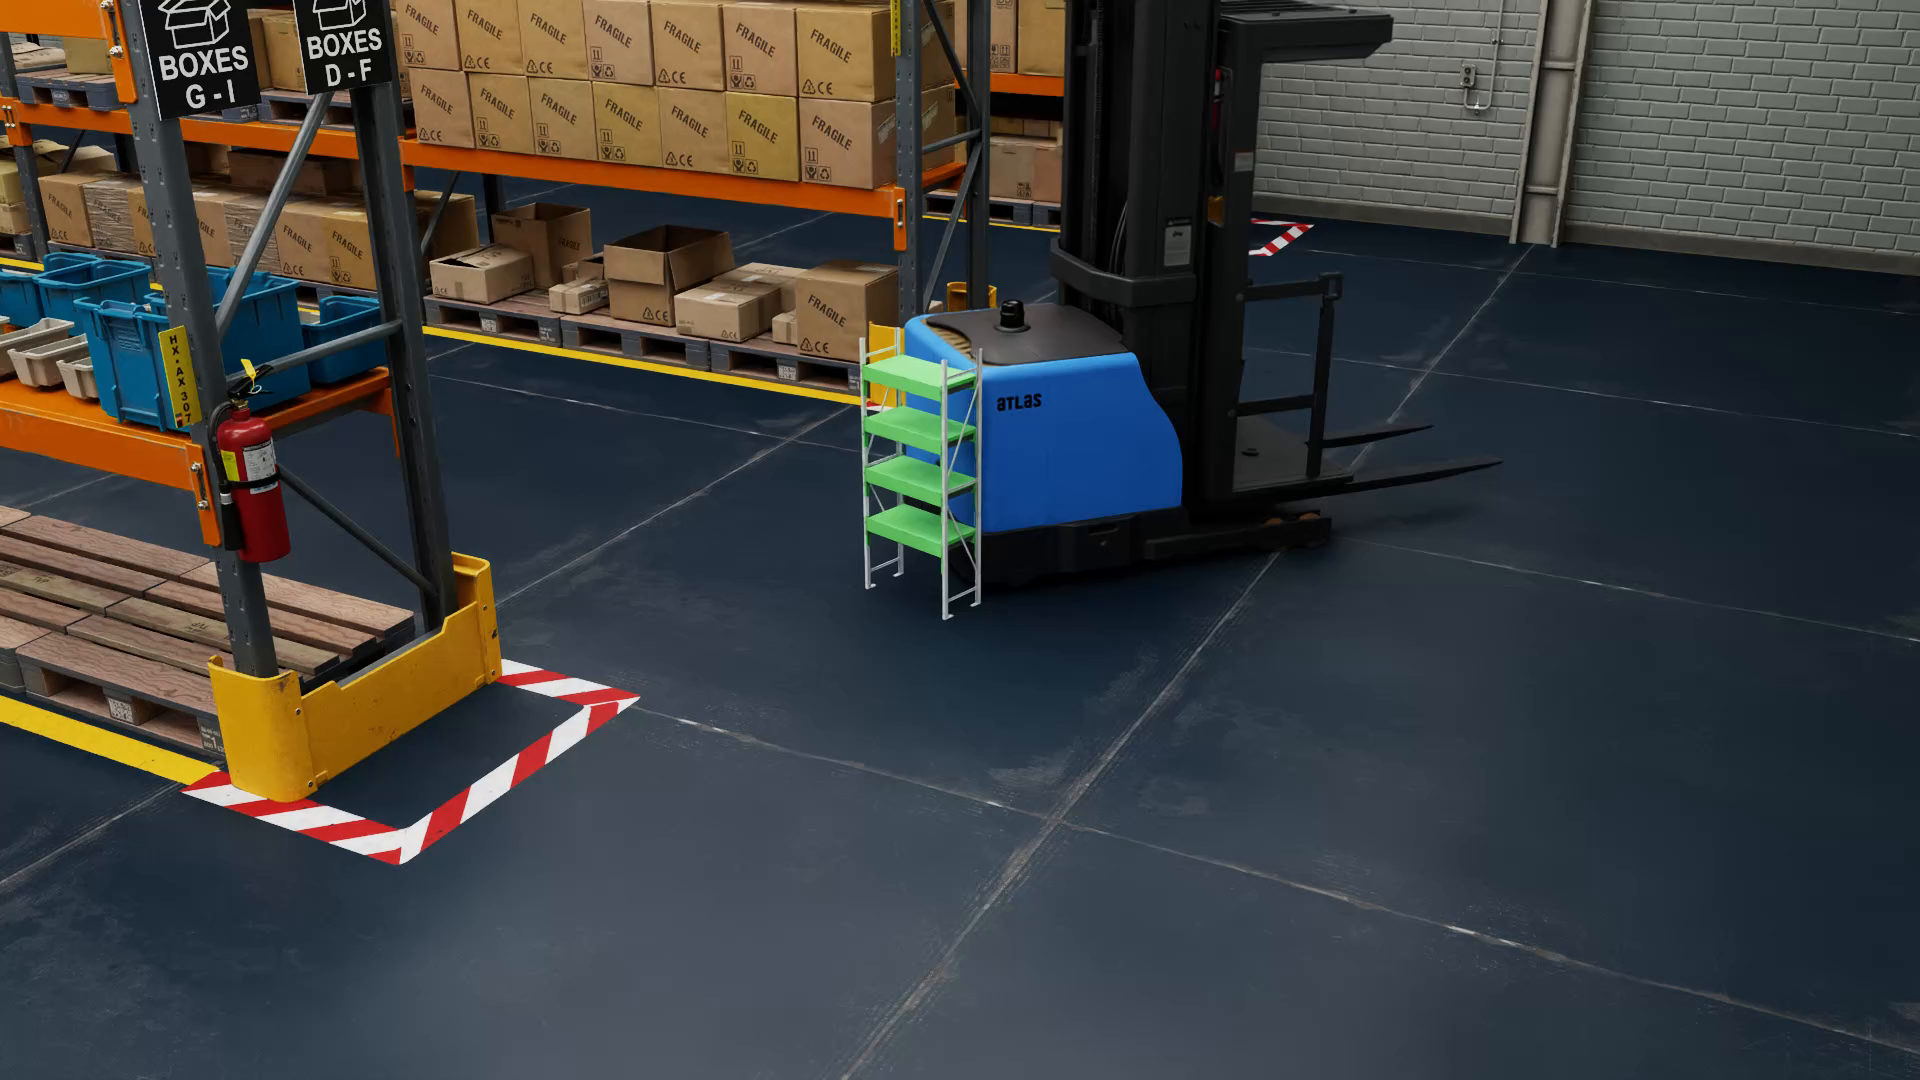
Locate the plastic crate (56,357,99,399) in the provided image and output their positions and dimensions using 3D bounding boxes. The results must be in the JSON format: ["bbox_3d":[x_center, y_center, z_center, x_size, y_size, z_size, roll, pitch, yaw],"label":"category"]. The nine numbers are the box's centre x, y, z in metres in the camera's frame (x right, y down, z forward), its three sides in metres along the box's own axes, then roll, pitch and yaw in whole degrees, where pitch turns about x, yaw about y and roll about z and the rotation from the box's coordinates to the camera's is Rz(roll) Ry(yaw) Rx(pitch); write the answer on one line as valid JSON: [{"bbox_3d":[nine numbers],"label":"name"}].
[{"bbox_3d":[-3.137,-0.642,6.186,0.243,0.136,0.396,11,25,25],"label":"plastic crate"}]

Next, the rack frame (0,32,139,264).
[{"bbox_3d":[-7.229,-3.797,13.344,0.127,3.000,1.000,11,25,25],"label":"rack frame"}]

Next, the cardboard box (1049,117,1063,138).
[{"bbox_3d":[0.999,-3.726,15.007,0.250,0.149,0.380,11,26,25],"label":"cardboard box"}]

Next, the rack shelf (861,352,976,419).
[{"bbox_3d":[-0.172,-0.678,7.249,0.480,0.148,0.258,20,30,38],"label":"rack shelf"}]

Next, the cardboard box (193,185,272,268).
[{"bbox_3d":[-5.569,-2.397,12.686,0.500,0.500,0.500,10,25,23],"label":"cardboard box"}]

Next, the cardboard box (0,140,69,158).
[{"bbox_3d":[-8.036,-3.267,14.360,0.500,0.311,0.500,11,25,23],"label":"cardboard box"}]

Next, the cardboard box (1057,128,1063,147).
[{"bbox_3d":[1.047,-3.549,14.590,0.250,0.149,0.380,12,26,26],"label":"cardboard box"}]

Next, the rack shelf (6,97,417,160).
[{"bbox_3d":[-5.444,-3.112,12.655,4.000,0.370,1.077,11,25,25],"label":"rack shelf"}]

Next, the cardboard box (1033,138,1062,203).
[{"bbox_3d":[1.026,-3.335,14.916,0.500,0.500,0.700,11,25,24],"label":"cardboard box"}]

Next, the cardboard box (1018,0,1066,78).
[{"bbox_3d":[1.028,-4.464,14.530,0.700,0.700,0.980,11,25,24],"label":"cardboard box"}]

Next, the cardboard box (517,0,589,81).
[{"bbox_3d":[-2.447,-3.233,10.614,0.500,0.500,0.500,10,25,23],"label":"cardboard box"}]

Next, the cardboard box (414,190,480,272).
[{"bbox_3d":[-3.981,-2.313,12.488,0.500,0.500,0.500,10,25,22],"label":"cardboard box"}]

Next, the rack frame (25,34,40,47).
[{"bbox_3d":[-12.137,-6.940,20.736,0.127,3.000,1.000,11,25,25],"label":"rack frame"}]

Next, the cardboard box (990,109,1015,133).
[{"bbox_3d":[0.316,-3.861,15.324,0.250,0.149,0.380,11,25,24],"label":"cardboard box"}]

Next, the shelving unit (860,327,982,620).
[{"bbox_3d":[-0.172,-0.296,7.412,0.503,1.200,0.258,20,30,38],"label":"shelving unit"}]

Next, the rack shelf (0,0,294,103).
[{"bbox_3d":[-4.113,-2.057,6.341,4.000,0.370,1.077,11,25,25],"label":"rack shelf"}]

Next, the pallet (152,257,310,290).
[{"bbox_3d":[-5.495,-2.152,13.041,1.213,0.211,1.003,11,25,25],"label":"pallet"}]

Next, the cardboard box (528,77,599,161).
[{"bbox_3d":[-2.424,-2.773,10.809,0.500,0.500,0.500,11,25,24],"label":"cardboard box"}]

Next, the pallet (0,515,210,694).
[{"bbox_3d":[-4.131,0.254,7.384,1.213,0.211,1.003,11,25,25],"label":"pallet"}]

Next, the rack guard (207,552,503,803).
[{"bbox_3d":[-2.301,0.495,6.446,0.348,0.500,1.175,11,25,25],"label":"rack guard"}]

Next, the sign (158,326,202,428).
[{"bbox_3d":[-2.562,-0.535,5.466,0.005,0.325,0.100,11,25,25],"label":"sign"}]

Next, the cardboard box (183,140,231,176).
[{"bbox_3d":[-6.236,-3.102,13.385,0.500,0.250,0.500,12,26,27],"label":"cardboard box"}]

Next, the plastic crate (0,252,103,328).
[{"bbox_3d":[-3.843,-1.049,7.022,0.300,0.233,0.416,11,25,25],"label":"plastic crate"}]

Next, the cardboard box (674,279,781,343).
[{"bbox_3d":[-1.520,-1.509,10.917,0.500,0.250,0.500,11,25,25],"label":"cardboard box"}]

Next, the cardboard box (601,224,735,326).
[{"bbox_3d":[-1.980,-1.814,11.310,0.637,0.503,0.797,11,25,25],"label":"cardboard box"}]

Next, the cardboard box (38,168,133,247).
[{"bbox_3d":[-6.952,-2.668,13.324,0.500,0.500,0.500,12,26,27],"label":"cardboard box"}]

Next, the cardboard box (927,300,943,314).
[{"bbox_3d":[-0.308,-1.468,10.951,0.250,0.149,0.380,11,25,25],"label":"cardboard box"}]

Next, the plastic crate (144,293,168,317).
[{"bbox_3d":[-2.987,-0.880,6.624,0.300,0.233,0.416,11,25,25],"label":"plastic crate"}]

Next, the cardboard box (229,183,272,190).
[{"bbox_3d":[-5.356,-2.584,13.124,0.500,0.500,0.500,10,25,23],"label":"cardboard box"}]

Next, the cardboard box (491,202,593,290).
[{"bbox_3d":[-3.023,-2.141,12.083,0.500,0.500,0.500,11,25,25],"label":"cardboard box"}]

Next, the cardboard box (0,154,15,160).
[{"bbox_3d":[-8.274,-3.078,13.916,0.500,0.311,0.500,11,25,24],"label":"cardboard box"}]

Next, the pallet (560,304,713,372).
[{"bbox_3d":[-1.954,-1.470,11.438,1.213,0.211,1.003,11,25,25],"label":"pallet"}]

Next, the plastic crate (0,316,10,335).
[{"bbox_3d":[-3.922,-0.784,6.522,0.250,0.136,0.298,11,25,25],"label":"plastic crate"}]

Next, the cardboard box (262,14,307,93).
[{"bbox_3d":[-4.623,-3.591,12.196,0.500,0.500,0.700,16,28,33],"label":"cardboard box"}]

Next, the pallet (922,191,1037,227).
[{"bbox_3d":[0.309,-3.161,15.414,1.213,0.211,1.003,11,25,25],"label":"pallet"}]

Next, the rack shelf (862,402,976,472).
[{"bbox_3d":[-0.172,-0.458,7.343,0.480,0.148,0.258,20,30,38],"label":"rack shelf"}]

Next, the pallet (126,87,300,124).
[{"bbox_3d":[-5.491,-3.366,12.578,1.213,0.211,1.003,11,25,25],"label":"pallet"}]

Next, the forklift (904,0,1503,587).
[{"bbox_3d":[1.291,-1.472,7.966,3.031,2.935,1.130,-8,24,-19],"label":"forklift"}]

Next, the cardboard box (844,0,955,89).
[{"bbox_3d":[-0.367,-3.060,10.208,0.500,0.500,0.500,12,26,26],"label":"cardboard box"}]

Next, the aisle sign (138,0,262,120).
[{"bbox_3d":[-2.396,-1.736,5.177,0.004,0.787,0.394,11,25,25],"label":"aisle sign"}]

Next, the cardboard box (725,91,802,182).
[{"bbox_3d":[-1.077,-2.504,10.178,0.500,0.500,0.500,11,26,25],"label":"cardboard box"}]

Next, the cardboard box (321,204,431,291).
[{"bbox_3d":[-4.229,-2.129,12.056,0.500,0.500,0.500,11,25,24],"label":"cardboard box"}]

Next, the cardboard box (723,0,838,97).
[{"bbox_3d":[-1.062,-2.961,9.976,0.500,0.500,0.500,12,26,26],"label":"cardboard box"}]

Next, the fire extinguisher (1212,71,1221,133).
[{"bbox_3d":[2.069,-3.720,13.739,0.183,0.674,0.296,11,25,25],"label":"fire extinguisher"}]
